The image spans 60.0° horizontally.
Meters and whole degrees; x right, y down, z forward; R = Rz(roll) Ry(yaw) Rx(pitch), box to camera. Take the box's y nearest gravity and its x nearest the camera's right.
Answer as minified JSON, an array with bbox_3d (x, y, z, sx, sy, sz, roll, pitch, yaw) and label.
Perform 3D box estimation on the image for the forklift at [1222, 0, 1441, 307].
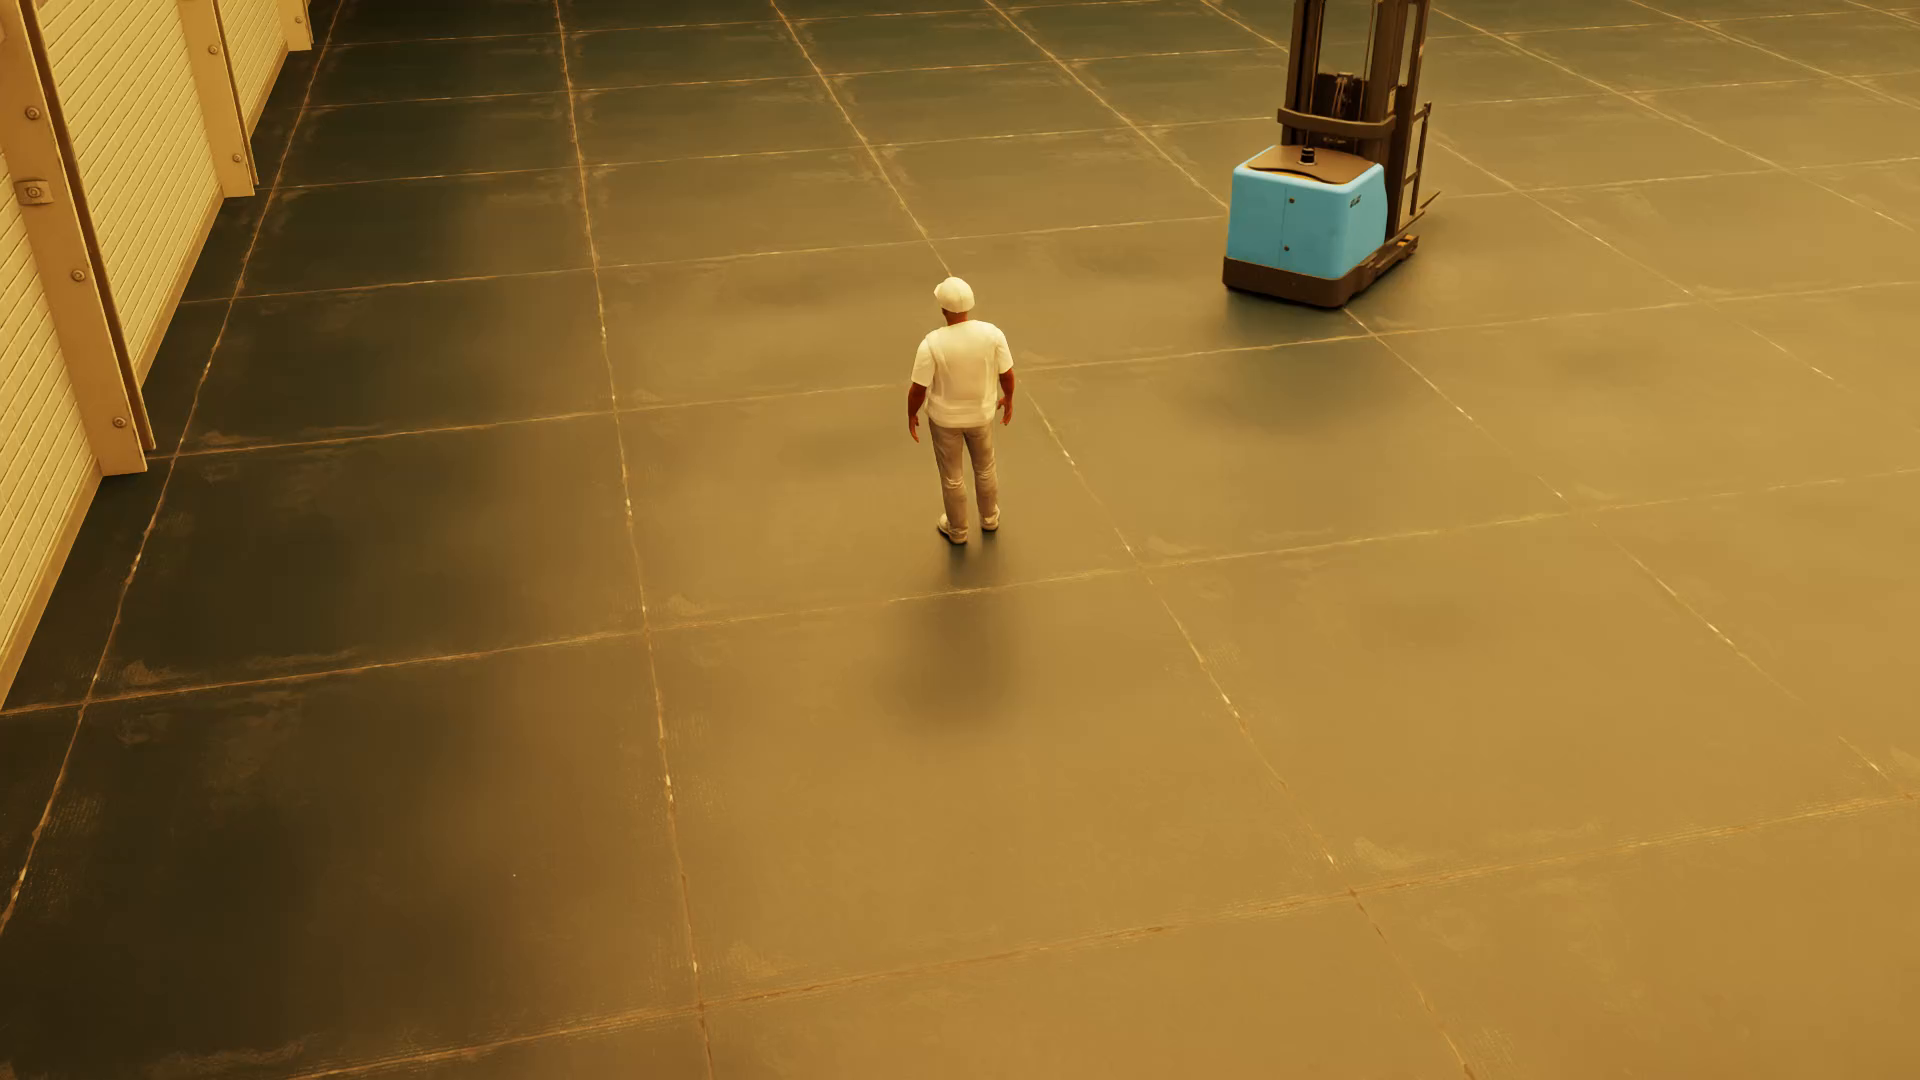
[{"bbox_3d":[3.462,-3.875,14.268,1.130,2.935,3.031,18,35,28],"label":"forklift"}]

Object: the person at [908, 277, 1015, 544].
[{"bbox_3d":[-0.010,-0.805,10.113,0.665,1.765,0.577,-7,31,-12],"label":"person"}]
